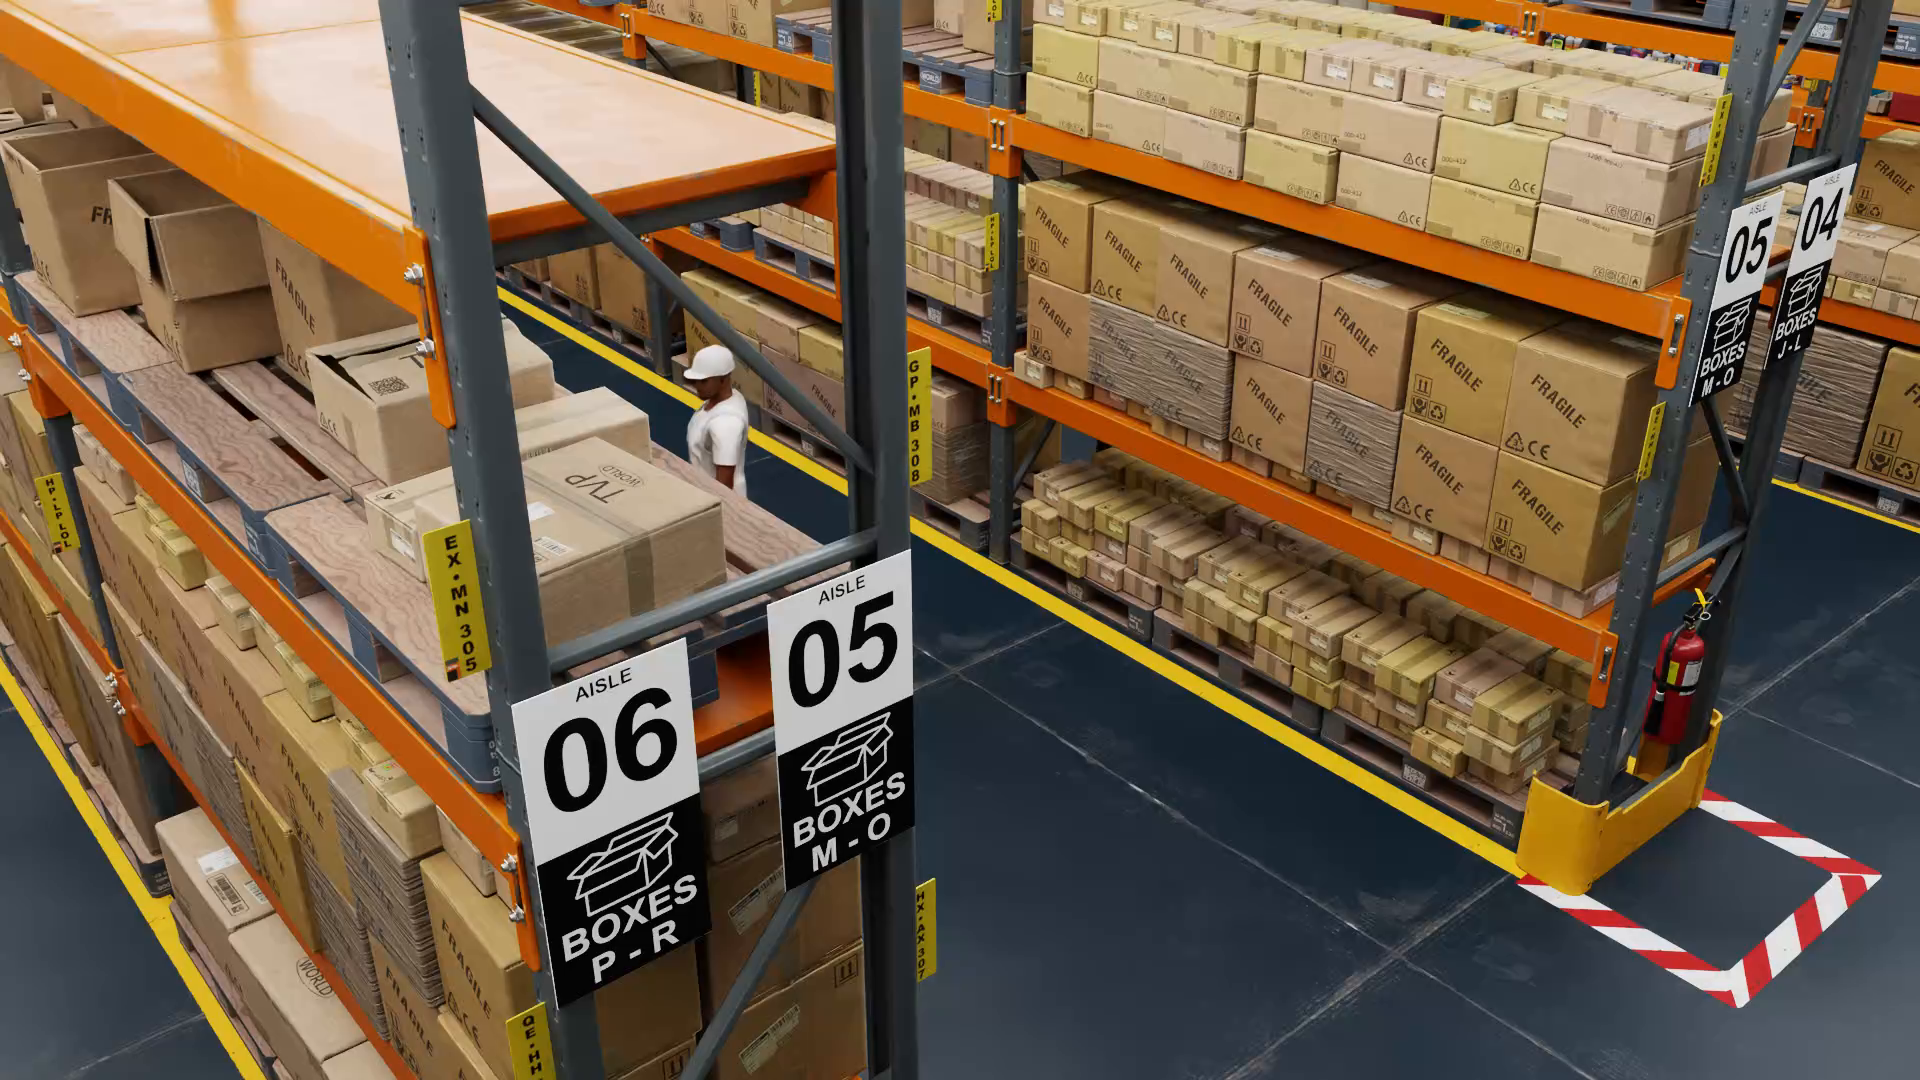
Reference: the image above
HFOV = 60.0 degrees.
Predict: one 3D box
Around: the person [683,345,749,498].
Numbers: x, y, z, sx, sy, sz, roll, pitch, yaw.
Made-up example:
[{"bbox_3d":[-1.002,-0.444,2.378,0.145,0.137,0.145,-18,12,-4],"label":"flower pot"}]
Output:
[{"bbox_3d":[-1.405,-0.242,9.254,0.831,1.741,0.598,-5,28,-10],"label":"person"}]
